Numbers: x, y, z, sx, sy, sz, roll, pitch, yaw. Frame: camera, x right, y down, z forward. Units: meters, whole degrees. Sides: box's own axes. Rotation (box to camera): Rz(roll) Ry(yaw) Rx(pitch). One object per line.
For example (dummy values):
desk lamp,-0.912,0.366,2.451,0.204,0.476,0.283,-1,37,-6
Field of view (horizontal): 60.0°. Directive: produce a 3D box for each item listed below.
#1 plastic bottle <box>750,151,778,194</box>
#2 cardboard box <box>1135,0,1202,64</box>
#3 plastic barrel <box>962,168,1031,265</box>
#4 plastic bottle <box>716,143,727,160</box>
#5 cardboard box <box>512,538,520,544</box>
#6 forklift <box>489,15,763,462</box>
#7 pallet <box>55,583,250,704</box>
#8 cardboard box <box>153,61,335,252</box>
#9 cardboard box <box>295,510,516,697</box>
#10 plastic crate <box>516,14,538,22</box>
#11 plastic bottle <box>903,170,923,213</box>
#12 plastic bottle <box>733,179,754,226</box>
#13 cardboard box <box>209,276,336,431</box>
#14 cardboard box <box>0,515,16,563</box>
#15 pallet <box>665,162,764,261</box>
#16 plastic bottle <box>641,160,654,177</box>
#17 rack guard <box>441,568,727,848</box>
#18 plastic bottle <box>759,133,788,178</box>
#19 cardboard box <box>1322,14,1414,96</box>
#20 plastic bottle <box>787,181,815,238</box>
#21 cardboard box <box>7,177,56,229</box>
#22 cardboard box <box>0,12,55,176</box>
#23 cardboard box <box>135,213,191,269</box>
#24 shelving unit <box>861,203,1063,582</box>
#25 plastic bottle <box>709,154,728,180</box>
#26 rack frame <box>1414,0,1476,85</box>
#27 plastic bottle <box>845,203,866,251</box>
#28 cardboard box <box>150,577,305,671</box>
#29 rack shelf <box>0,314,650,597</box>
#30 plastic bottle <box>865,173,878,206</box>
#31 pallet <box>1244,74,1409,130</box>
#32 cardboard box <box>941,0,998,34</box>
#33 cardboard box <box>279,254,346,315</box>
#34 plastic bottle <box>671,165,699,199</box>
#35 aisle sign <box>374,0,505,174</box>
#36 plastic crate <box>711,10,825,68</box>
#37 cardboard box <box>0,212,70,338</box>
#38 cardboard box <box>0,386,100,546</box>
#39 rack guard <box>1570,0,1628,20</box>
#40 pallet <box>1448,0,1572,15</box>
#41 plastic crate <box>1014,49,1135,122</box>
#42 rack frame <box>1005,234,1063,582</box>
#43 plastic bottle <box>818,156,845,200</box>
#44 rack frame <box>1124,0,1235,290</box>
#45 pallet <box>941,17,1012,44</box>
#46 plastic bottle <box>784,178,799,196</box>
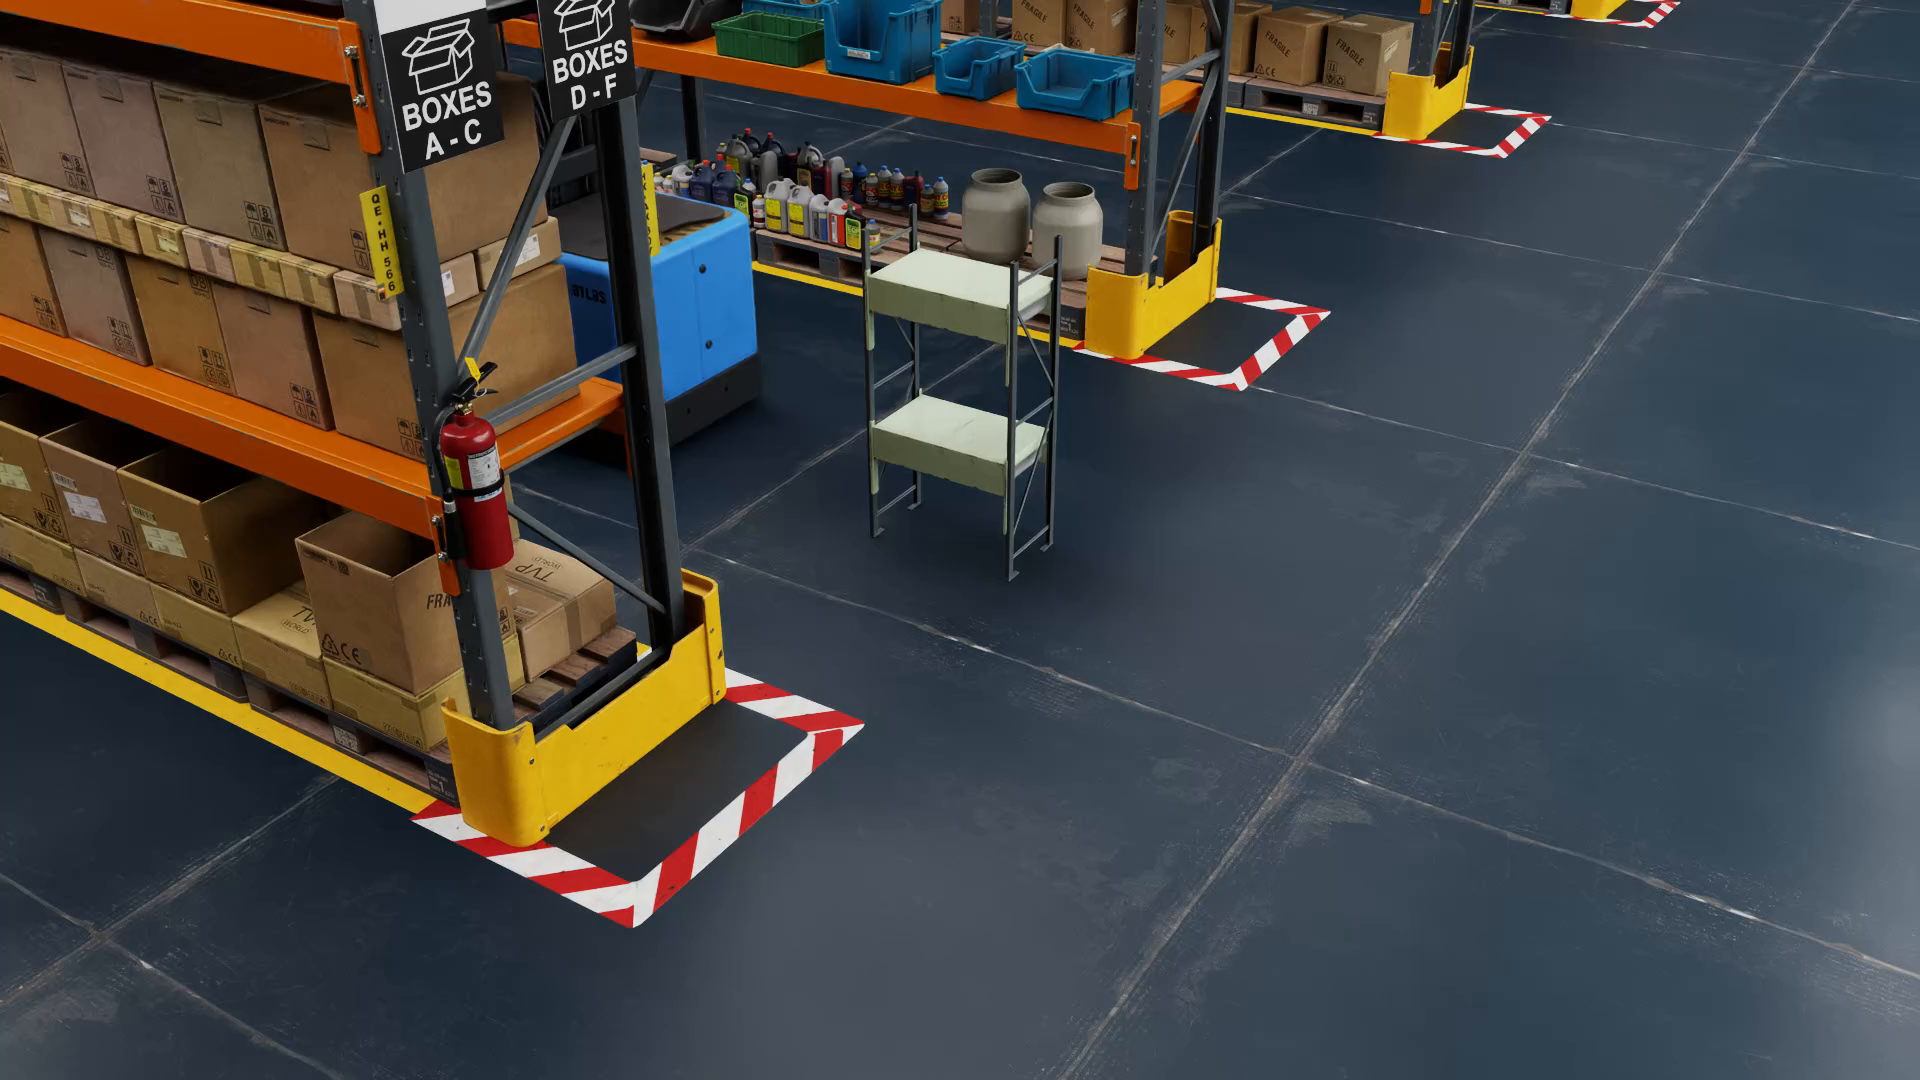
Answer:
plastic bottle,-1.340,-2.523,11.365,0.135,0.276,0.152,18,35,27
cardboard box,1.864,-4.489,14.532,0.500,0.500,0.500,14,33,23
plastic barrel,0.222,-1.994,10.243,0.421,0.512,0.421,0,30,0
plastic bottle,-1.671,-2.698,11.738,0.097,0.201,0.097,0,30,0
cardboard box,-2.154,0.139,6.846,0.500,0.250,0.500,18,35,27
forklift,-2.585,-2.209,8.628,3.031,2.935,1.130,18,35,27
pallet,-3.092,0.194,7.208,1.213,0.211,1.003,18,35,27
cardboard box,-2.274,-1.383,5.757,0.500,0.500,0.700,17,34,26
cardboard box,-2.005,0.170,6.050,0.500,0.500,0.500,18,35,27
plastic crate,-2.717,-3.707,11.065,0.583,0.464,0.402,18,35,27
plastic bottle,-0.308,-2.313,10.997,0.133,0.283,0.061,18,35,28
plastic bottle,-1.403,-2.191,10.789,0.133,0.283,0.061,19,35,29
cardboard box,-2.228,-0.808,6.060,0.500,0.500,0.700,19,35,29
cardboard box,-4.128,-0.172,7.379,0.500,0.250,0.500,18,35,27
pallet,-1.597,-2.278,11.446,1.213,0.211,1.003,18,35,27
plastic bottle,-2.107,-2.420,11.192,0.097,0.271,0.097,0,30,0
rack guard,-1.372,0.590,6.242,0.348,0.500,1.175,18,35,27
plastic bottle,-1.283,-2.626,11.466,0.185,0.351,0.144,16,34,25
cardboard box,3.357,-3.999,13.692,0.500,0.500,0.500,25,39,36
plastic bottle,-1.003,-2.119,10.597,0.185,0.351,0.144,19,35,29
cardboard box,-3.342,-1.323,6.298,0.250,0.149,0.380,17,34,27
cardboard box,-3.549,-1.786,6.447,0.500,0.500,0.700,18,35,27
cardboard box,-2.691,-1.117,5.945,0.250,0.149,0.380,19,35,29
shelving unit,0.006,-0.646,7.369,0.755,1.500,0.431,18,35,27
plastic bottle,-1.604,-2.395,11.070,0.185,0.351,0.144,18,35,27
rack frame,3.877,-4.723,12.869,0.127,3.000,1.000,18,35,27
plastic bottle,-0.653,-1.954,10.382,0.133,0.283,0.061,18,35,29
cardboard box,-2.858,0.231,6.690,0.500,0.250,0.500,18,35,27
rack shelf,-3.086,-0.721,6.723,4.000,0.370,1.077,18,35,27
plastic bottle,-0.585,-2.354,11.149,0.097,0.201,0.097,0,30,0
pallet,3.144,-3.772,14.006,1.213,0.211,1.003,18,35,27
cardboard box,-0.019,-5.079,15.523,0.500,0.500,0.700,15,33,24
cardboard box,-2.040,-0.910,5.590,0.250,0.149,0.380,18,35,29
plastic bottle,-1.819,-2.347,11.062,0.135,0.276,0.152,19,35,29
aisle sign,-1.493,-1.476,4.723,0.004,0.787,0.394,18,35,27
plastic crate,-1.144,-3.105,10.306,0.662,0.188,0.450,18,35,27
cardboard box,-3.528,-1.220,6.765,0.500,0.500,0.700,18,35,28
cardboard box,-3.707,-0.360,6.957,0.500,0.500,0.500,18,35,27
rack guard,6.620,-5.727,17.070,0.348,0.500,1.175,18,35,27
pallet,5.881,-5.789,17.464,1.213,0.211,1.003,18,35,27
plastic crate,0.661,-2.551,9.294,0.616,0.251,0.499,18,35,27
rack frame,0.316,-0.548,7.201,0.023,1.500,0.400,18,35,27
plastic bottle,-0.873,-2.462,11.259,0.135,0.276,0.152,18,35,28
rack frame,1.244,-2.609,9.246,0.127,3.000,1.000,18,35,27
pallet,-0.171,-4.798,15.765,1.213,0.211,1.003,18,35,27
plastic bottle,-1.103,-2.206,10.822,0.135,0.276,0.152,18,35,27
